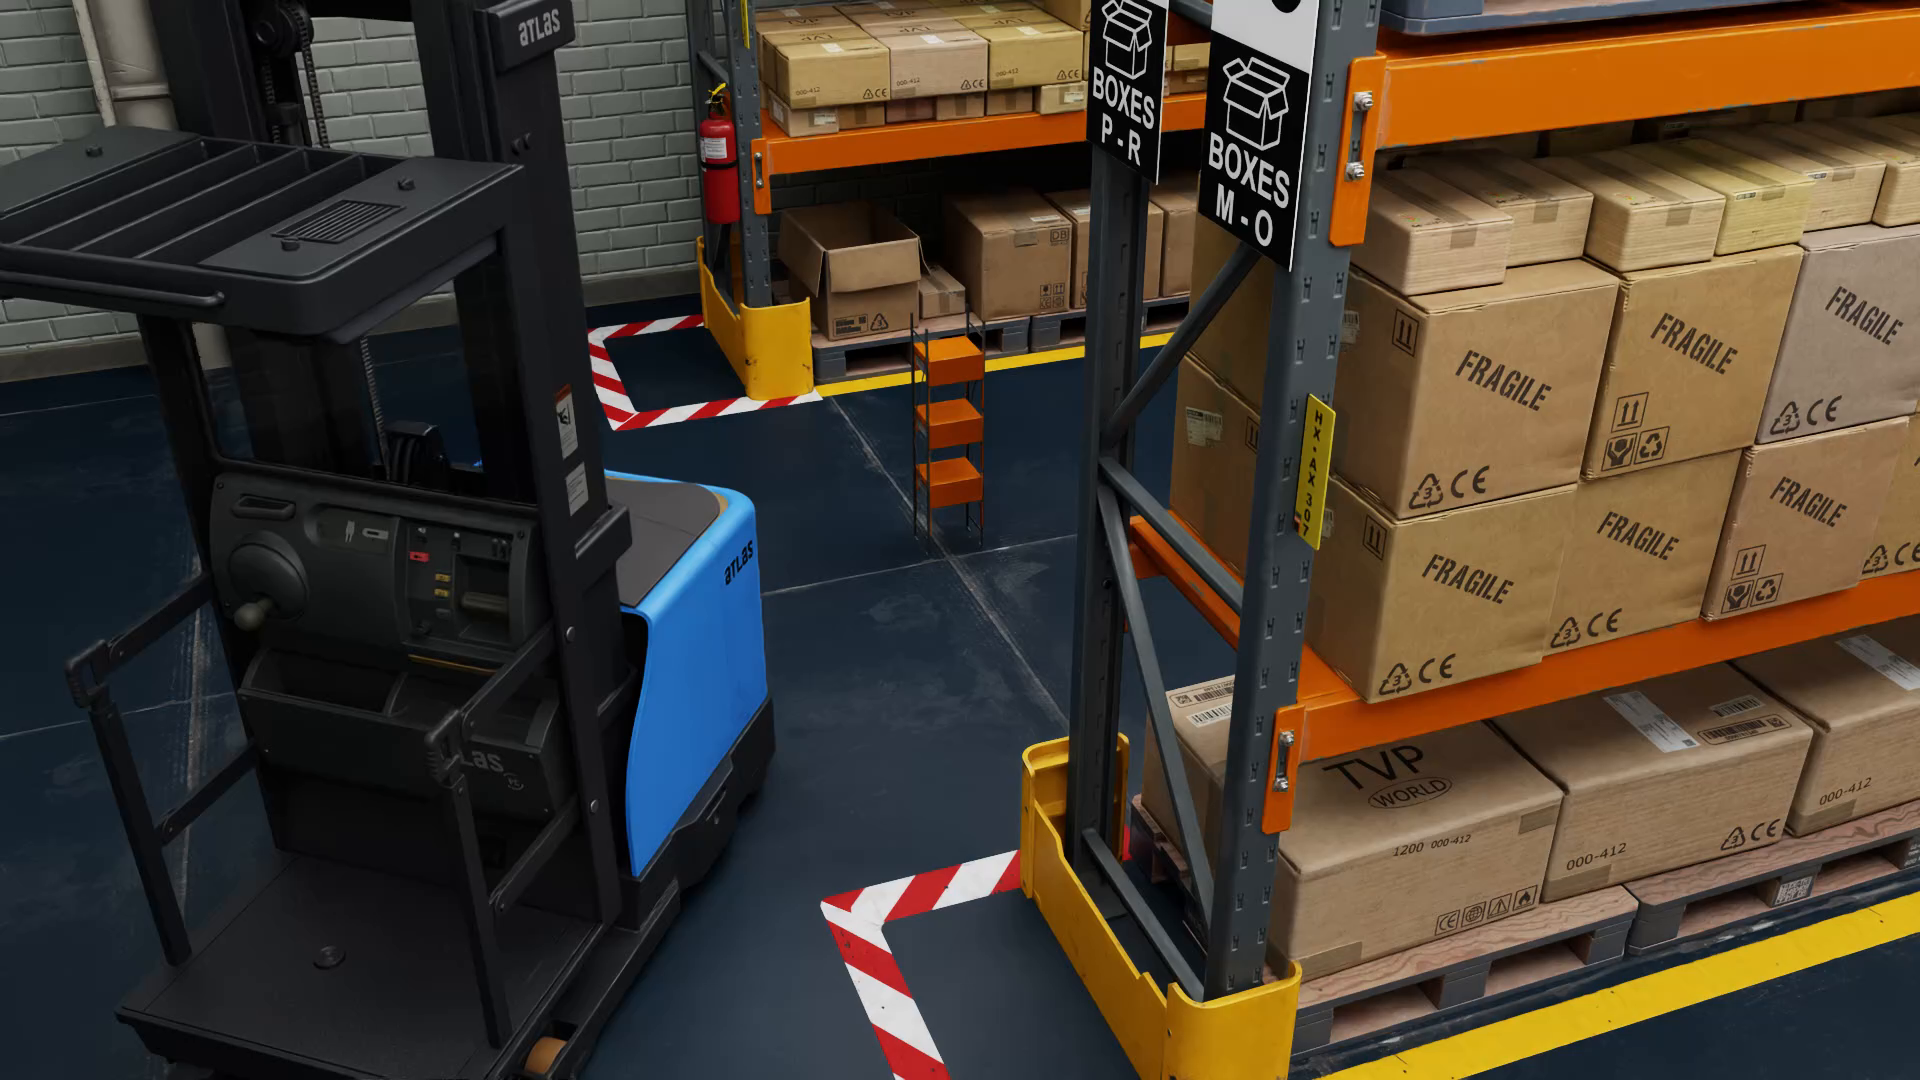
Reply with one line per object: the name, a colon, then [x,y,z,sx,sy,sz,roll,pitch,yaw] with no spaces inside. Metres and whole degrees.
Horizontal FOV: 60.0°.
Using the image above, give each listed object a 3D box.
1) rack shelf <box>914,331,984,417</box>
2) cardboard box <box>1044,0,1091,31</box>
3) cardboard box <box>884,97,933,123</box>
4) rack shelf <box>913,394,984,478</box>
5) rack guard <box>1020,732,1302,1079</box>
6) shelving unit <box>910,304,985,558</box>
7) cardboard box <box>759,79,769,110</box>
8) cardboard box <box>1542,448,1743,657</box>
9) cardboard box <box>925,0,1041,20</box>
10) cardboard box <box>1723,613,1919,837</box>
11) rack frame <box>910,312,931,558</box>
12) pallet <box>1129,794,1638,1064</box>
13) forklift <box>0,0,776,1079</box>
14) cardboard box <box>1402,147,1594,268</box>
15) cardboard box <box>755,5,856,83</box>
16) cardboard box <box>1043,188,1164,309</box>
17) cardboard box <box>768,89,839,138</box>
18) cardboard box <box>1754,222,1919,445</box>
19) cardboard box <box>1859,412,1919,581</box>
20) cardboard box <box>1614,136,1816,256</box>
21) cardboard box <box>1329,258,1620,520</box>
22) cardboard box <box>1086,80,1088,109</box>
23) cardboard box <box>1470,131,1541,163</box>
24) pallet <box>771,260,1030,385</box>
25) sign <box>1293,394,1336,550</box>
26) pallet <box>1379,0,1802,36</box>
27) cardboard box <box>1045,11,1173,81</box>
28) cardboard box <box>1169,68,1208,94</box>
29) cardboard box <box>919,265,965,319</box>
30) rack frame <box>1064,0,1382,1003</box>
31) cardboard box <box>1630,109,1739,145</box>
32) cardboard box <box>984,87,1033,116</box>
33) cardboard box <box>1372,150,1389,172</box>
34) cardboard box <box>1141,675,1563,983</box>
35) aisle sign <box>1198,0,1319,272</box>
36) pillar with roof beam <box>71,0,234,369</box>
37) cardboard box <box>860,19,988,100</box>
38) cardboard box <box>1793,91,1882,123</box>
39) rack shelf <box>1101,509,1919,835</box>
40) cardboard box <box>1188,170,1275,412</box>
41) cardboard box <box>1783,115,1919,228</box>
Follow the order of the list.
rack shelf: [-0.050,-0.684,6.839,0.240,0.259,0.215,-10,31,-18]
cardboard box: [0.750,-2.894,8.392,0.500,0.500,0.500,-10,31,-16]
cardboard box: [-0.315,-2.239,8.403,0.250,0.149,0.380,-11,31,-18]
rack shelf: [-0.050,-0.438,6.979,0.240,0.259,0.215,-10,31,-18]
rack guard: [0.537,1.101,4.812,0.348,0.500,1.175,-10,31,-18]
shelving unit: [-0.050,-0.447,6.974,0.252,1.050,0.215,-10,31,-18]
cardboard box: [-0.958,-2.364,8.623,0.250,0.149,0.380,-11,31,-18]
cardboard box: [1.574,-0.082,4.264,0.500,0.500,0.500,-11,31,-18]
cardboard box: [0.113,-2.730,8.862,0.500,0.250,0.500,-9,31,-16]
cardboard box: [2.844,0.465,5.568,0.875,0.438,0.875,-11,32,-19]
rack frame: [-0.164,-0.426,6.937,0.008,1.050,0.200,-10,31,-18]
pallet: [1.282,1.048,5.197,1.213,0.211,1.003,-10,31,-18]
forklift: [-1.570,0.127,4.067,1.130,2.935,3.031,9,31,15]
cardboard box: [1.210,-0.760,3.787,0.250,0.149,0.380,-10,31,-16]
cardboard box: [-0.836,-2.558,8.561,0.500,0.250,0.500,-10,31,-16]
cardboard box: [0.777,-1.624,9.171,0.500,0.500,0.500,-10,31,-17]
cardboard box: [-0.771,-2.112,8.180,0.250,0.149,0.380,-11,31,-18]
cardboard box: [2.070,-0.603,4.166,0.500,0.500,0.500,-11,31,-18]
cardboard box: [2.521,-0.256,4.568,0.500,0.500,0.500,-9,31,-16]
cardboard box: [1.734,-0.805,3.867,0.250,0.149,0.380,-11,32,-19]
cardboard box: [1.109,-0.418,3.842,0.500,0.500,0.500,-11,32,-19]
cardboard box: [0.693,-2.366,8.626,0.250,0.149,0.380,-10,31,-16]
cardboard box: [1.268,-1.042,4.283,0.250,0.149,0.380,-11,31,-18]
pallet: [-0.357,-1.231,9.197,1.213,0.211,1.003,-10,31,-18]
sign: [0.747,-0.141,3.513,0.005,0.325,0.100,-10,31,-18]
pallet: [1.251,-1.387,3.713,1.213,0.211,1.003,-10,31,-18]
cardboard box: [0.763,-2.583,8.605,0.500,0.250,0.500,-11,32,-19]
cardboard box: [1.126,-2.507,8.874,0.250,0.149,0.380,-10,31,-17]
cardboard box: [-0.157,-1.352,9.049,0.250,0.149,0.380,-12,32,-20]
rack frame: [0.560,0.011,4.201,0.127,3.000,1.000,-10,31,-18]
cardboard box: [1.788,-1.079,4.347,0.250,0.149,0.380,-11,31,-18]
cardboard box: [0.191,-2.302,8.514,0.250,0.149,0.380,-10,31,-17]
cardboard box: [0.826,-0.904,4.040,0.250,0.149,0.380,-10,31,-17]
cardboard box: [1.143,0.781,5.012,0.875,0.438,0.875,-12,32,-19]
aisle sign: [0.593,-0.972,3.299,0.004,0.787,0.394,-10,31,-18]
pillar with roof beam: [-2.515,-2.853,3.168,0.400,9.000,9.100,-10,31,-18]
cardboard box: [-0.183,-2.396,8.276,0.500,0.250,0.500,-10,31,-17]
cardboard box: [2.255,-1.186,4.535,0.250,0.149,0.380,-9,31,-16]
rack shelf: [2.434,-0.022,4.985,4.000,0.370,1.077,-10,31,-18]
cardboard box: [0.928,-0.661,4.268,0.500,0.500,0.500,-9,31,-16]
cardboard box: [2.210,-0.899,4.031,0.250,0.149,0.380,-10,31,-17]
